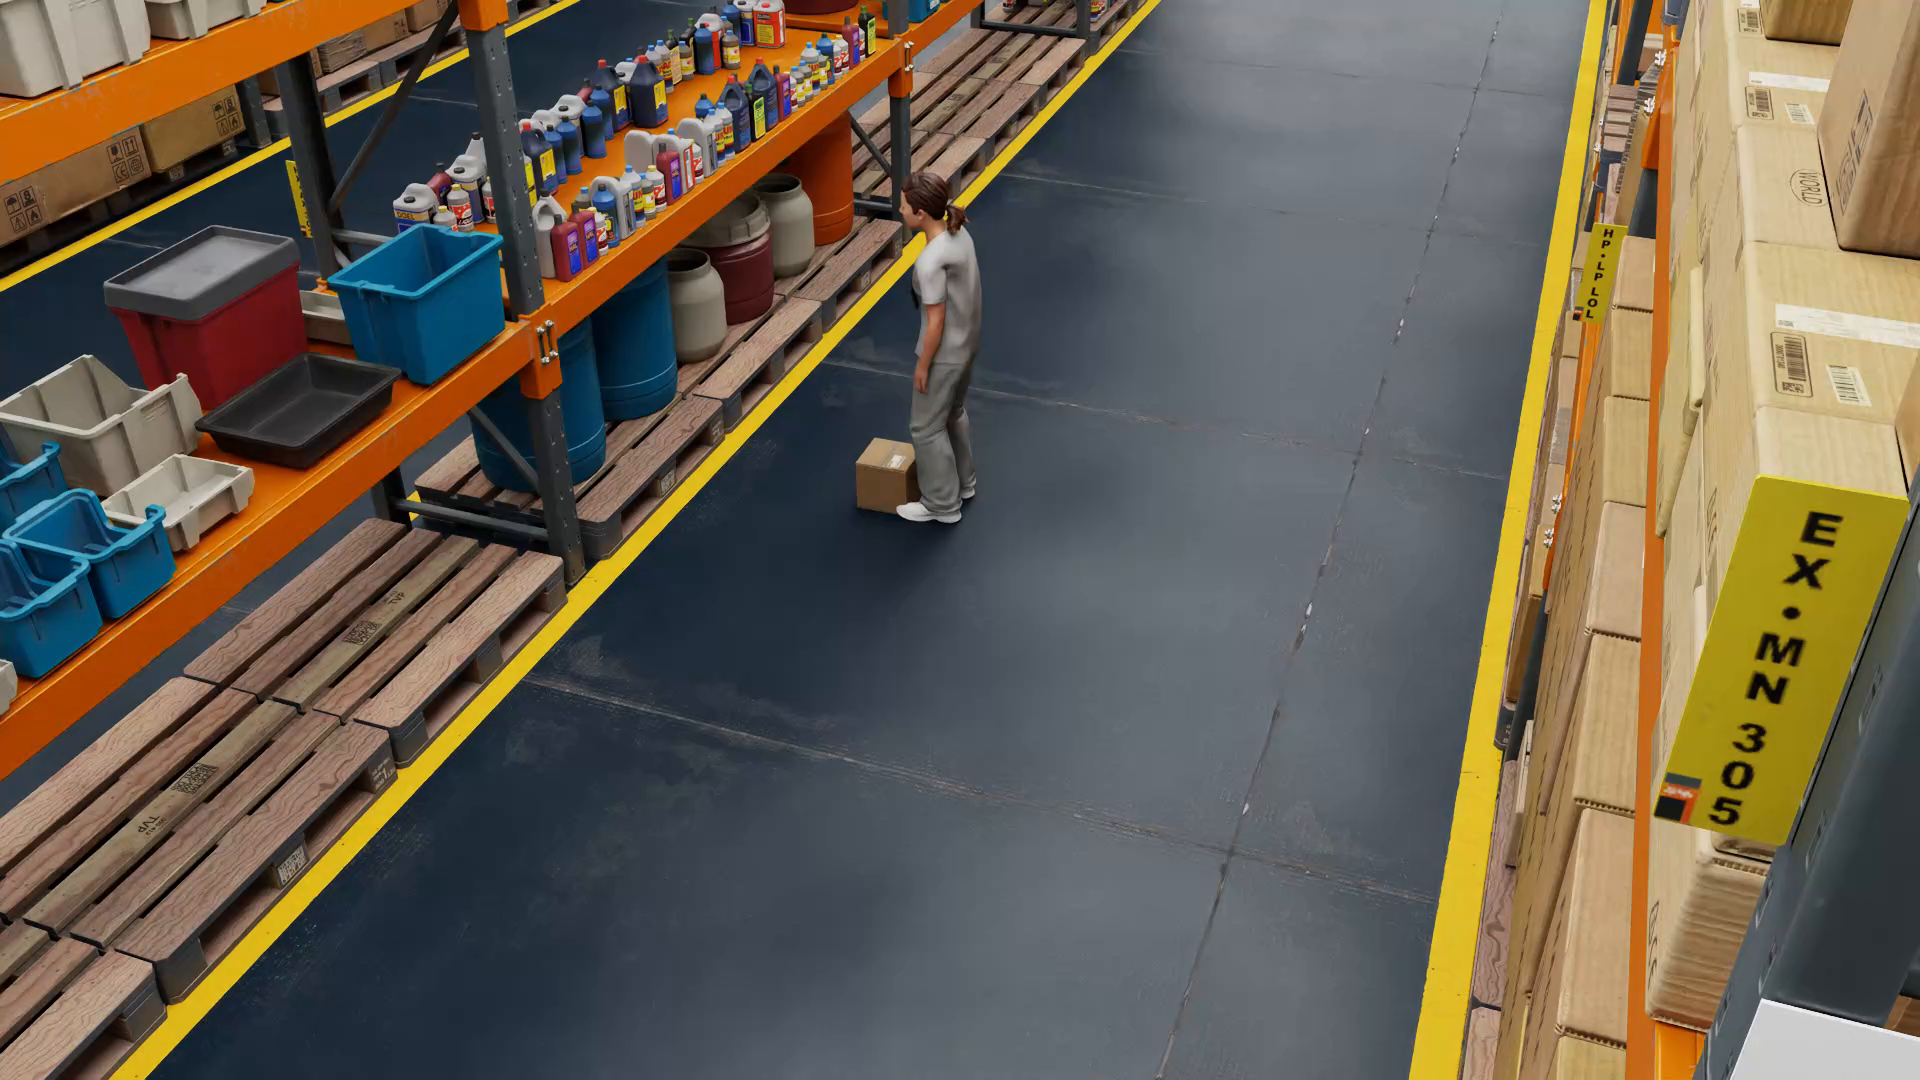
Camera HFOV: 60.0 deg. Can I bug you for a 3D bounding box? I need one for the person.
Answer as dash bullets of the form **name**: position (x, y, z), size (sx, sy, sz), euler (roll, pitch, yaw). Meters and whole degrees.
- **person**: position (-0.092, -0.852, 7.436), size (0.362, 1.671, 0.504), euler (9, 35, 14)
